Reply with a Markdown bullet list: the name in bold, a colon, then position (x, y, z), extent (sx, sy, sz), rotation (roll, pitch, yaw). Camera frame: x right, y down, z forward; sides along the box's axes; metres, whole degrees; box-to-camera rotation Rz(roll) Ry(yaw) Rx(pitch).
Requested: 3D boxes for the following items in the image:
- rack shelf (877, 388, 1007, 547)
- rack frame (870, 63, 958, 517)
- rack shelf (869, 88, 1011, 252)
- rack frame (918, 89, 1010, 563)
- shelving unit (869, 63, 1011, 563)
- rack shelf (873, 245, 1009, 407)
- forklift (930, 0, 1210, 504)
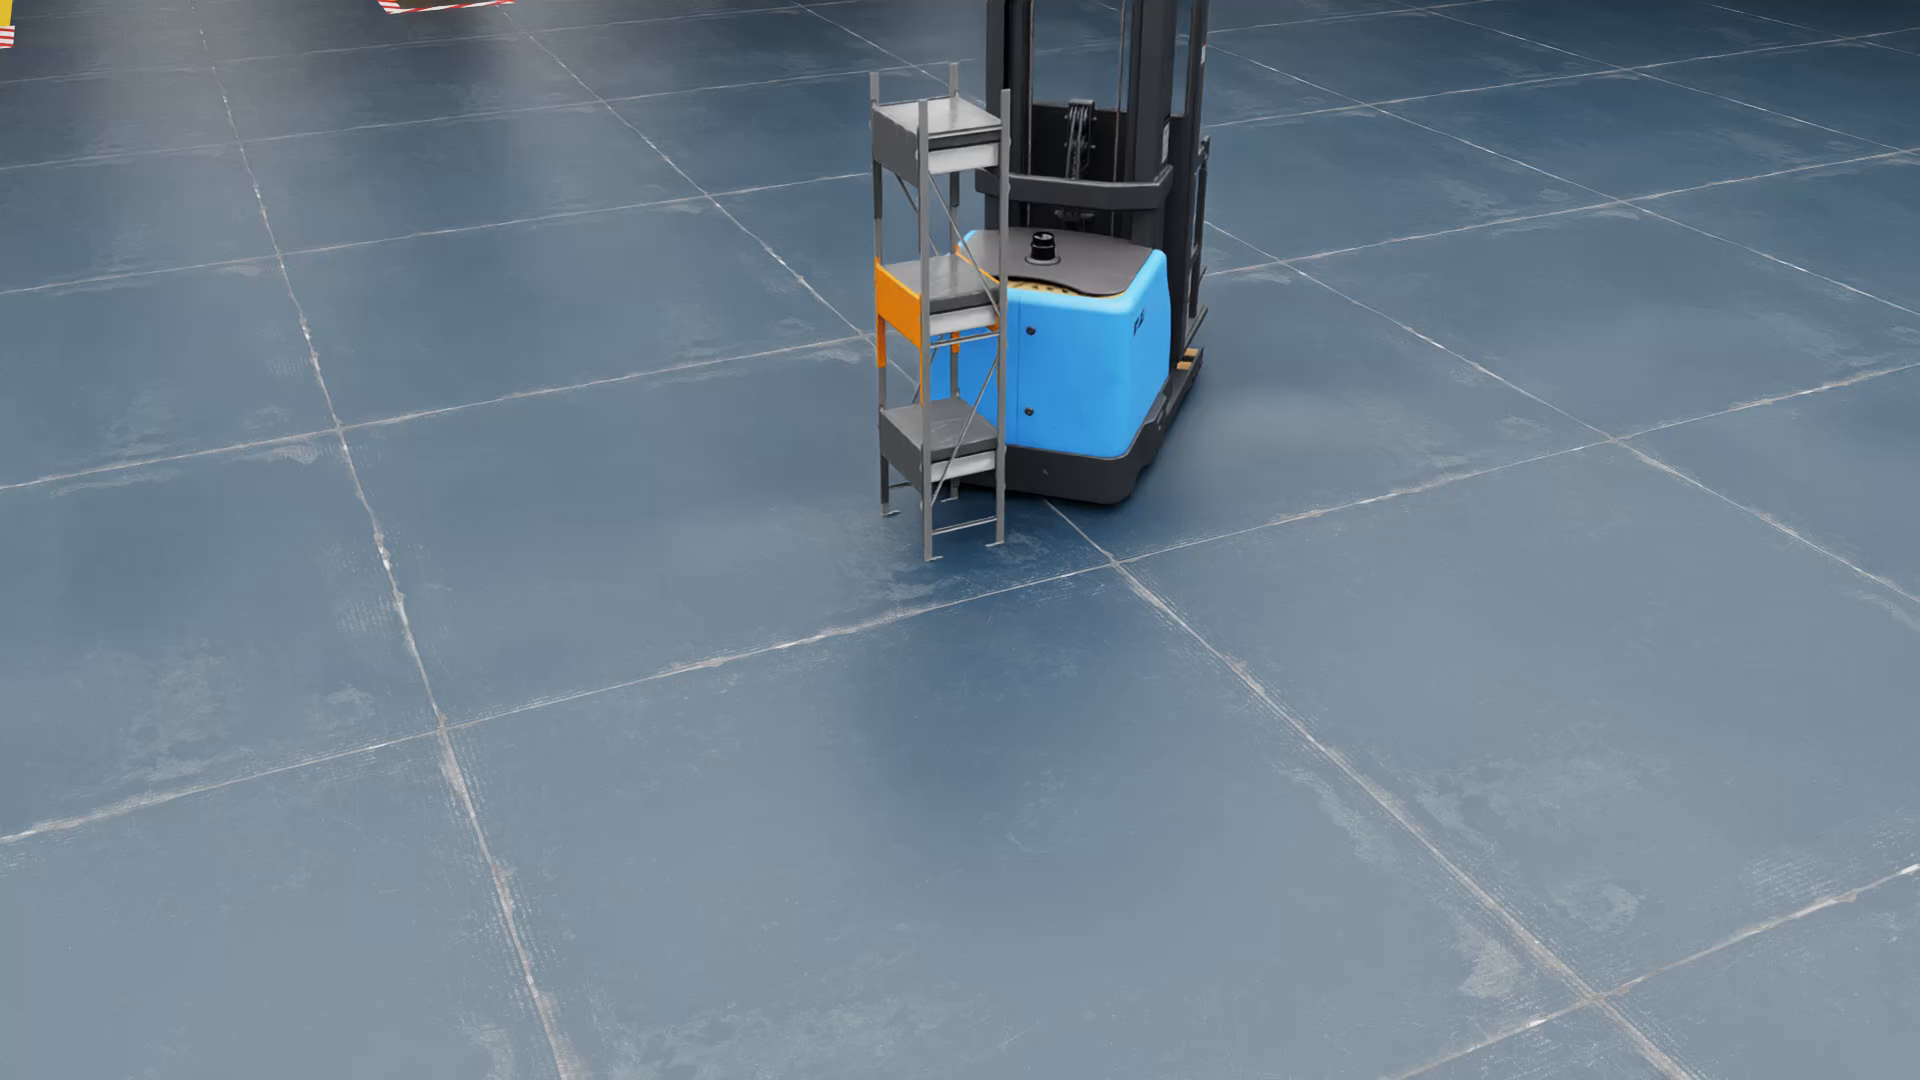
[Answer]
- **rack shelf**: position (-0.087, -0.341, 7.670), extent (0.431, 0.518, 0.480), rotation (-13, 32, -22)
- **rack frame**: position (-0.193, -1.071, 7.512), extent (0.400, 2.100, 0.015), rotation (-13, 32, -22)
- **rack shelf**: position (-0.087, -1.562, 6.985), extent (0.431, 0.518, 0.480), rotation (-13, 32, -22)
- **rack frame**: position (0.019, -0.856, 7.129), extent (0.400, 2.100, 0.015), rotation (-13, 32, -22)
- **shelving unit**: position (-0.087, -0.963, 7.321), extent (0.431, 2.100, 0.503), rotation (-13, 32, -22)
- **rack shelf**: position (-0.087, -0.951, 7.327), extent (0.431, 0.518, 0.480), rotation (-13, 32, -22)
- **forklift**: position (0.739, -2.156, 8.598), extent (1.130, 2.935, 3.031), rotation (9, 31, 16)
